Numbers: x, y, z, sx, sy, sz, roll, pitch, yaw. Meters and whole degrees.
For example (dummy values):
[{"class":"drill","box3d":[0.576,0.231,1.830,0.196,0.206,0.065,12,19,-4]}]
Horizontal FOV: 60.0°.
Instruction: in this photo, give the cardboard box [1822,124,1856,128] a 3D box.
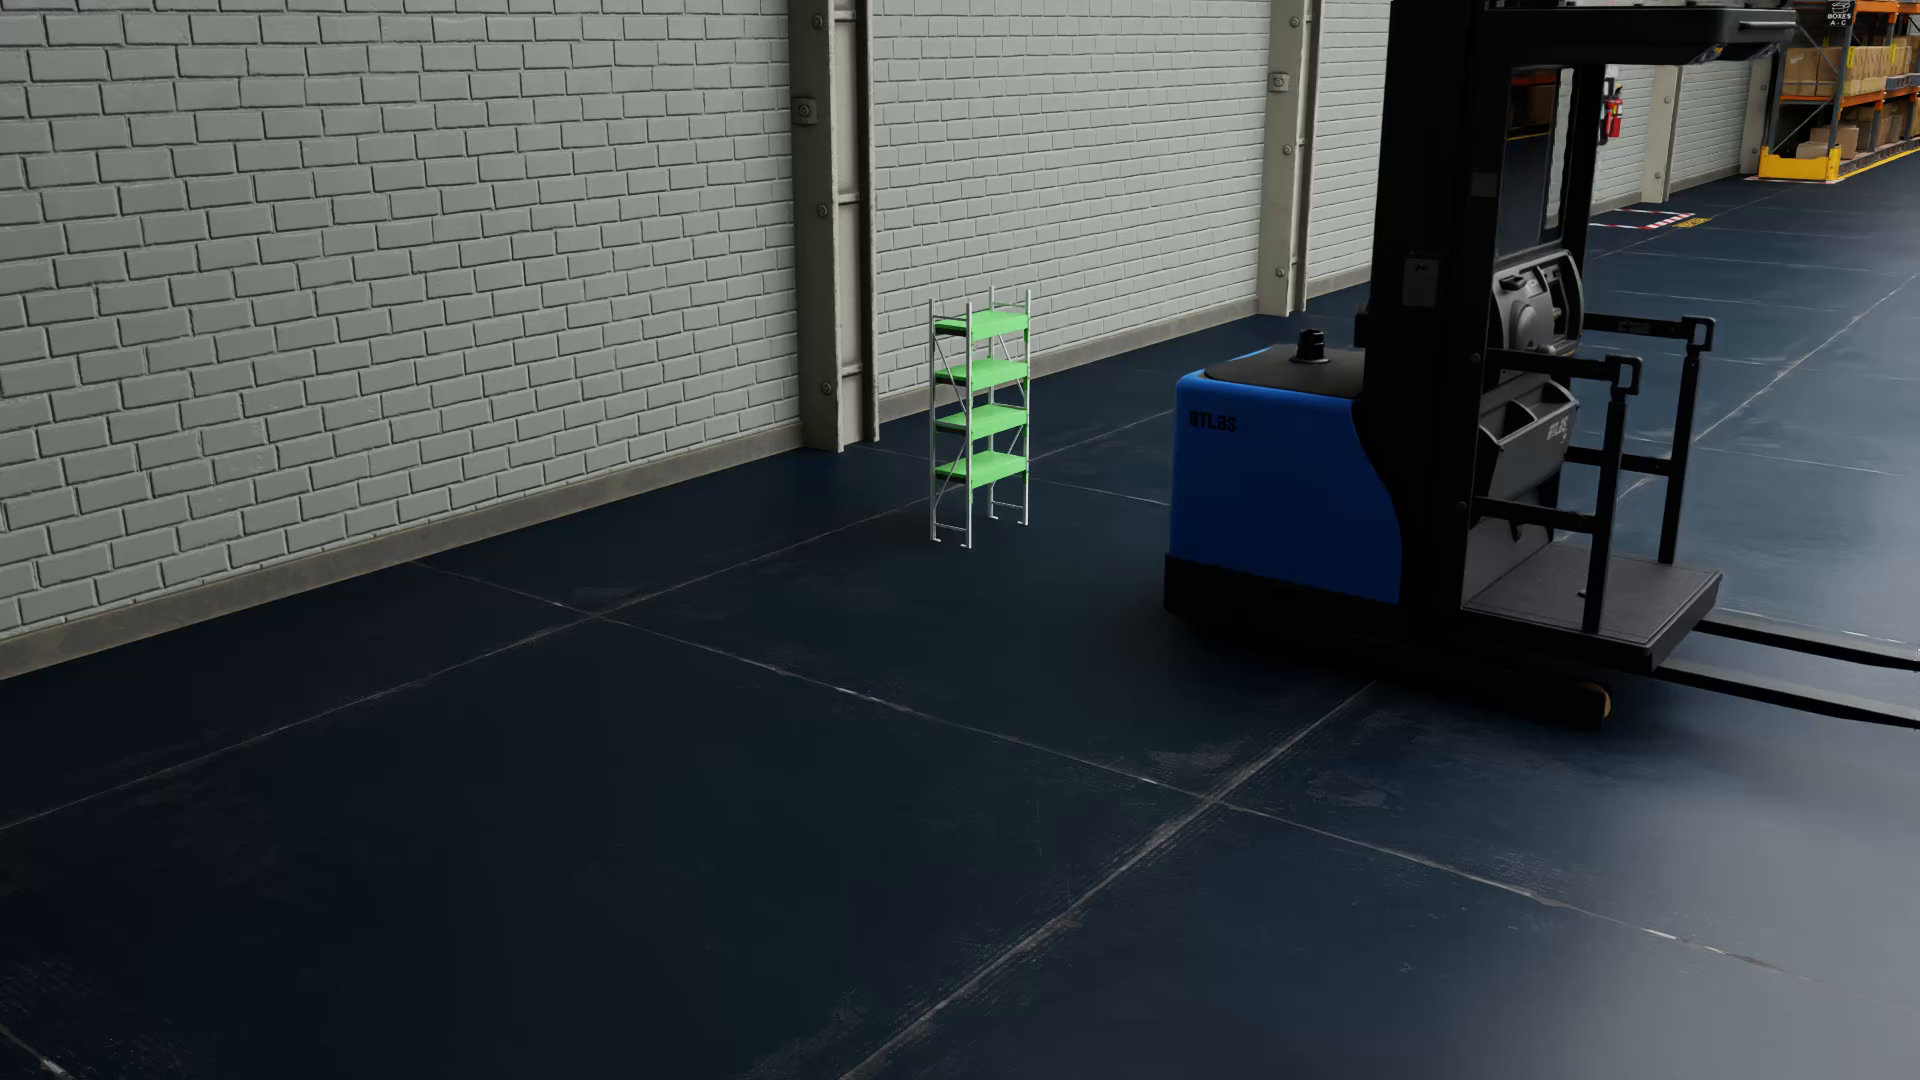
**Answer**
[{"class":"cardboard box","box3d":[15.642,-7.140,29.650,0.500,0.500,0.500,11,20,31]}]

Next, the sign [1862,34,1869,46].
[{"class":"sign","box3d":[18.164,-9.981,33.373,0.100,0.325,0.005,12,21,35]}]

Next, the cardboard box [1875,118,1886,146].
[{"class":"cardboard box","box3d":[17.257,-7.819,31.836,0.700,0.500,0.500,13,21,35]}]

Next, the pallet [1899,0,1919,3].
[{"class":"pallet","box3d":[16.681,-9.849,30.159,1.213,0.211,1.003,12,21,35]}]

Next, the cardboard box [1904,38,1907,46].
[{"class":"cardboard box","box3d":[18.430,-9.811,32.773,0.380,0.149,0.250,9,20,28]}]

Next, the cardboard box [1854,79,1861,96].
[{"class":"cardboard box","box3d":[14.688,-7.549,27.715,0.500,0.250,0.500,12,21,33]}]

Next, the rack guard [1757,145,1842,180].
[{"class":"rack guard","box3d":[13.890,-6.249,27.525,1.175,0.500,0.348,12,21,35]}]

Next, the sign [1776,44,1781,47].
[{"class":"sign","box3d":[13.411,-8.232,27.208,0.100,0.325,0.005,12,21,35]}]

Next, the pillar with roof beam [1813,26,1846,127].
[{"class":"pillar with roof beam","box3d":[20.599,-11.278,29.387,9.100,9.000,0.400,12,21,35]}]

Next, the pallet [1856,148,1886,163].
[{"class":"pallet","box3d":[16.691,-7.232,31.175,1.003,0.211,1.213,12,21,35]}]

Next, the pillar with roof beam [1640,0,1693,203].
[{"class":"pillar with roof beam","box3d":[13.449,-8.420,20.183,9.100,9.000,0.400,12,21,35]}]

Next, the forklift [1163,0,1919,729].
[{"class":"forklift","box3d":[2.351,-0.893,6.179,3.031,2.935,1.130,12,21,35]}]

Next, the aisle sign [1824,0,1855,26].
[{"class":"aisle sign","box3d":[14.043,-8.596,26.484,0.394,0.787,0.004,12,21,35]}]

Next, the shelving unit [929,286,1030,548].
[{"class":"shelving unit","box3d":[0.099,-0.612,8.193,0.258,1.200,0.503,12,21,35]}]

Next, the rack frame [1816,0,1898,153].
[{"class":"rack frame","box3d":[16.228,-8.378,30.163,1.000,3.000,0.127,12,21,35]}]

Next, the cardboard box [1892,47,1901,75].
[{"class":"cardboard box","box3d":[17.265,-9.045,31.402,0.700,0.500,0.500,16,24,42]}]

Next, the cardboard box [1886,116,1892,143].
[{"class":"cardboard box","box3d":[17.824,-8.064,32.626,0.700,0.500,0.500,12,21,35]}]

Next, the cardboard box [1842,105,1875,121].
[{"class":"cardboard box","box3d":[16.913,-8.036,31.271,0.500,0.250,0.500,12,21,34]}]

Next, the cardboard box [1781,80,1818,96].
[{"class":"cardboard box","box3d":[13.967,-7.508,27.584,0.500,0.250,0.500,13,21,35]}]

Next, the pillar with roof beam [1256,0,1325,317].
[{"class":"pillar with roof beam","box3d":[6.299,-5.562,10.980,9.100,9.000,0.400,12,21,35]}]

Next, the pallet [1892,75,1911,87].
[{"class":"pallet","box3d":[17.465,-8.760,31.718,1.003,0.211,1.213,12,21,35]}]

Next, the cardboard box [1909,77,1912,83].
[{"class":"cardboard box","box3d":[18.993,-9.257,33.386,0.380,0.149,0.250,12,21,34]}]

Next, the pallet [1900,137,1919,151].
[{"class":"pallet","box3d":[19.142,-8.173,34.207,1.003,0.211,1.213,12,21,35]}]

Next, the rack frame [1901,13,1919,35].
[{"class":"rack frame","box3d":[20.995,-10.283,36.299,1.000,3.000,0.127,12,21,35]}]

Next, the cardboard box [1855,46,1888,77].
[{"class":"cardboard box","box3d":[15.902,-8.387,29.147,0.500,0.500,0.500,12,21,34]}]

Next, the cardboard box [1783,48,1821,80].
[{"class":"cardboard box","box3d":[13.955,-7.871,27.486,0.500,0.500,0.500,12,21,34]}]

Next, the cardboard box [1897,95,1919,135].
[{"class":"cardboard box","box3d":[19.682,-8.864,34.646,0.750,0.750,0.750,12,21,34]}]

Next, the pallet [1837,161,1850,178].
[{"class":"pallet","box3d":[14.402,-6.299,28.170,1.003,0.211,1.213,12,21,35]}]

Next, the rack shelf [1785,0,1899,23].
[{"class":"rack shelf","box3d":[15.036,-8.990,28.291,1.077,0.370,4.000,12,21,35]}]

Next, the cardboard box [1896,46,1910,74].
[{"class":"cardboard box","box3d":[18.028,-9.337,32.341,0.700,0.500,0.500,10,20,30]}]

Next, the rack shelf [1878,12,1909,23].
[{"class":"rack shelf","box3d":[19.803,-10.896,34.427,1.077,0.370,4.000,12,21,35]}]

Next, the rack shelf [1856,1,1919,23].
[{"class":"rack shelf","box3d":[17.420,-9.943,31.359,1.077,0.370,4.000,12,21,35]}]

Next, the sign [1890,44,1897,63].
[{"class":"sign","box3d":[16.668,-8.697,29.732,0.100,0.325,0.005,12,21,35]}]

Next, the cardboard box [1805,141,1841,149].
[{"class":"cardboard box","box3d":[14.669,-6.636,28.346,0.500,0.311,0.500,15,22,39]}]

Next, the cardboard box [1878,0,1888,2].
[{"class":"cardboard box","box3d":[15.814,-9.585,28.792,0.500,0.500,0.500,10,20,30]}]

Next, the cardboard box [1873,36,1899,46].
[{"class":"cardboard box","box3d":[18.673,-10.042,33.554,0.500,0.250,0.500,13,22,36]}]

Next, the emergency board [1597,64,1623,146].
[{"class":"emergency board","box3d":[8.489,-5.734,21.649,0.194,1.169,0.643,12,21,35]}]

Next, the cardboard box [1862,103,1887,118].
[{"class":"cardboard box","box3d":[17.532,-8.276,32.045,0.500,0.250,0.500,12,21,34]}]

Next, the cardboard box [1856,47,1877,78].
[{"class":"cardboard box","box3d":[15.284,-8.145,28.368,0.500,0.500,0.500,13,22,36]}]

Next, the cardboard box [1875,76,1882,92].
[{"class":"cardboard box","box3d":[15.886,-8.032,29.270,0.500,0.250,0.500,13,21,35]}]

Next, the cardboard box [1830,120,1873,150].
[{"class":"cardboard box","box3d":[16.653,-7.572,31.043,0.700,0.500,0.500,13,22,37]}]

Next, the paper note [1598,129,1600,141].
[{"class":"paper note","box3d":[8.328,-5.283,21.683,0.016,0.148,0.142,12,21,35]}]

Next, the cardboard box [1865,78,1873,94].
[{"class":"cardboard box","box3d":[15.300,-7.789,28.489,0.500,0.250,0.500,13,21,35]}]

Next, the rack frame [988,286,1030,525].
[{"class":"rack frame","box3d":[0.244,-0.671,8.380,0.240,1.200,0.015,12,21,35]}]

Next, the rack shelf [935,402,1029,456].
[{"class":"rack shelf","box3d":[0.099,-0.551,8.212,0.258,0.148,0.480,12,21,35]}]

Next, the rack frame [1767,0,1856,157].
[{"class":"rack frame","box3d":[13.845,-7.425,27.096,1.000,3.000,0.127,12,21,35]}]

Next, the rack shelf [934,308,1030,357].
[{"class":"rack shelf","box3d":[0.099,-1.010,8.069,0.258,0.148,0.480,12,21,35]}]

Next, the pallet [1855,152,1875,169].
[{"class":"pallet","box3d":[15.856,-6.880,30.042,1.003,0.211,1.213,12,21,35]}]

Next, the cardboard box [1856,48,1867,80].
[{"class":"cardboard box","box3d":[14.673,-7.898,27.572,0.500,0.500,0.500,12,21,35]}]
